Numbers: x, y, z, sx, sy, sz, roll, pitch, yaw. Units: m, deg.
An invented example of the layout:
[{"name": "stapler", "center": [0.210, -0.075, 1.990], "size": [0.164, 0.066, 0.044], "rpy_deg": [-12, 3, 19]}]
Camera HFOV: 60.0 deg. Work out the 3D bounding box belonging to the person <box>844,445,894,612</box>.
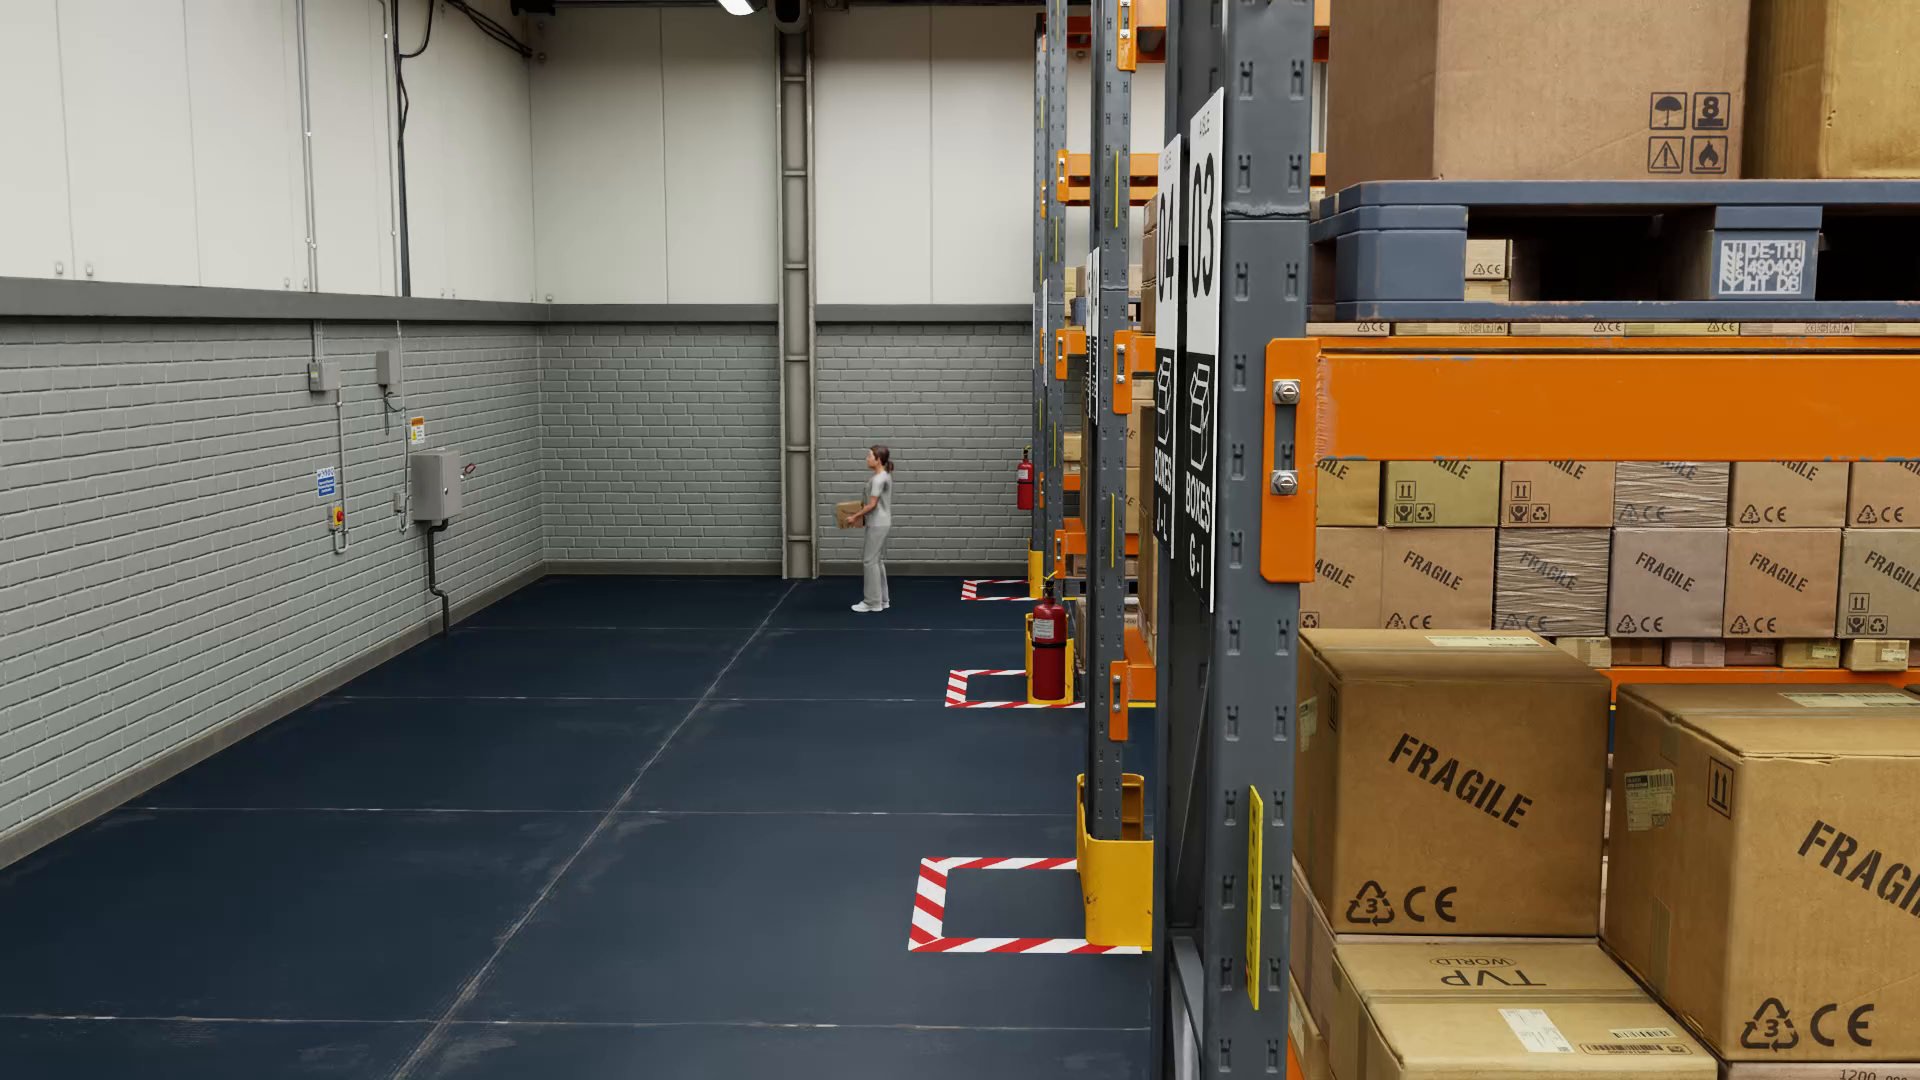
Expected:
[{"name": "person", "center": [-0.911, -0.122, 16.726], "size": [0.498, 1.674, 0.460], "rpy_deg": [0, 7, 1]}]
